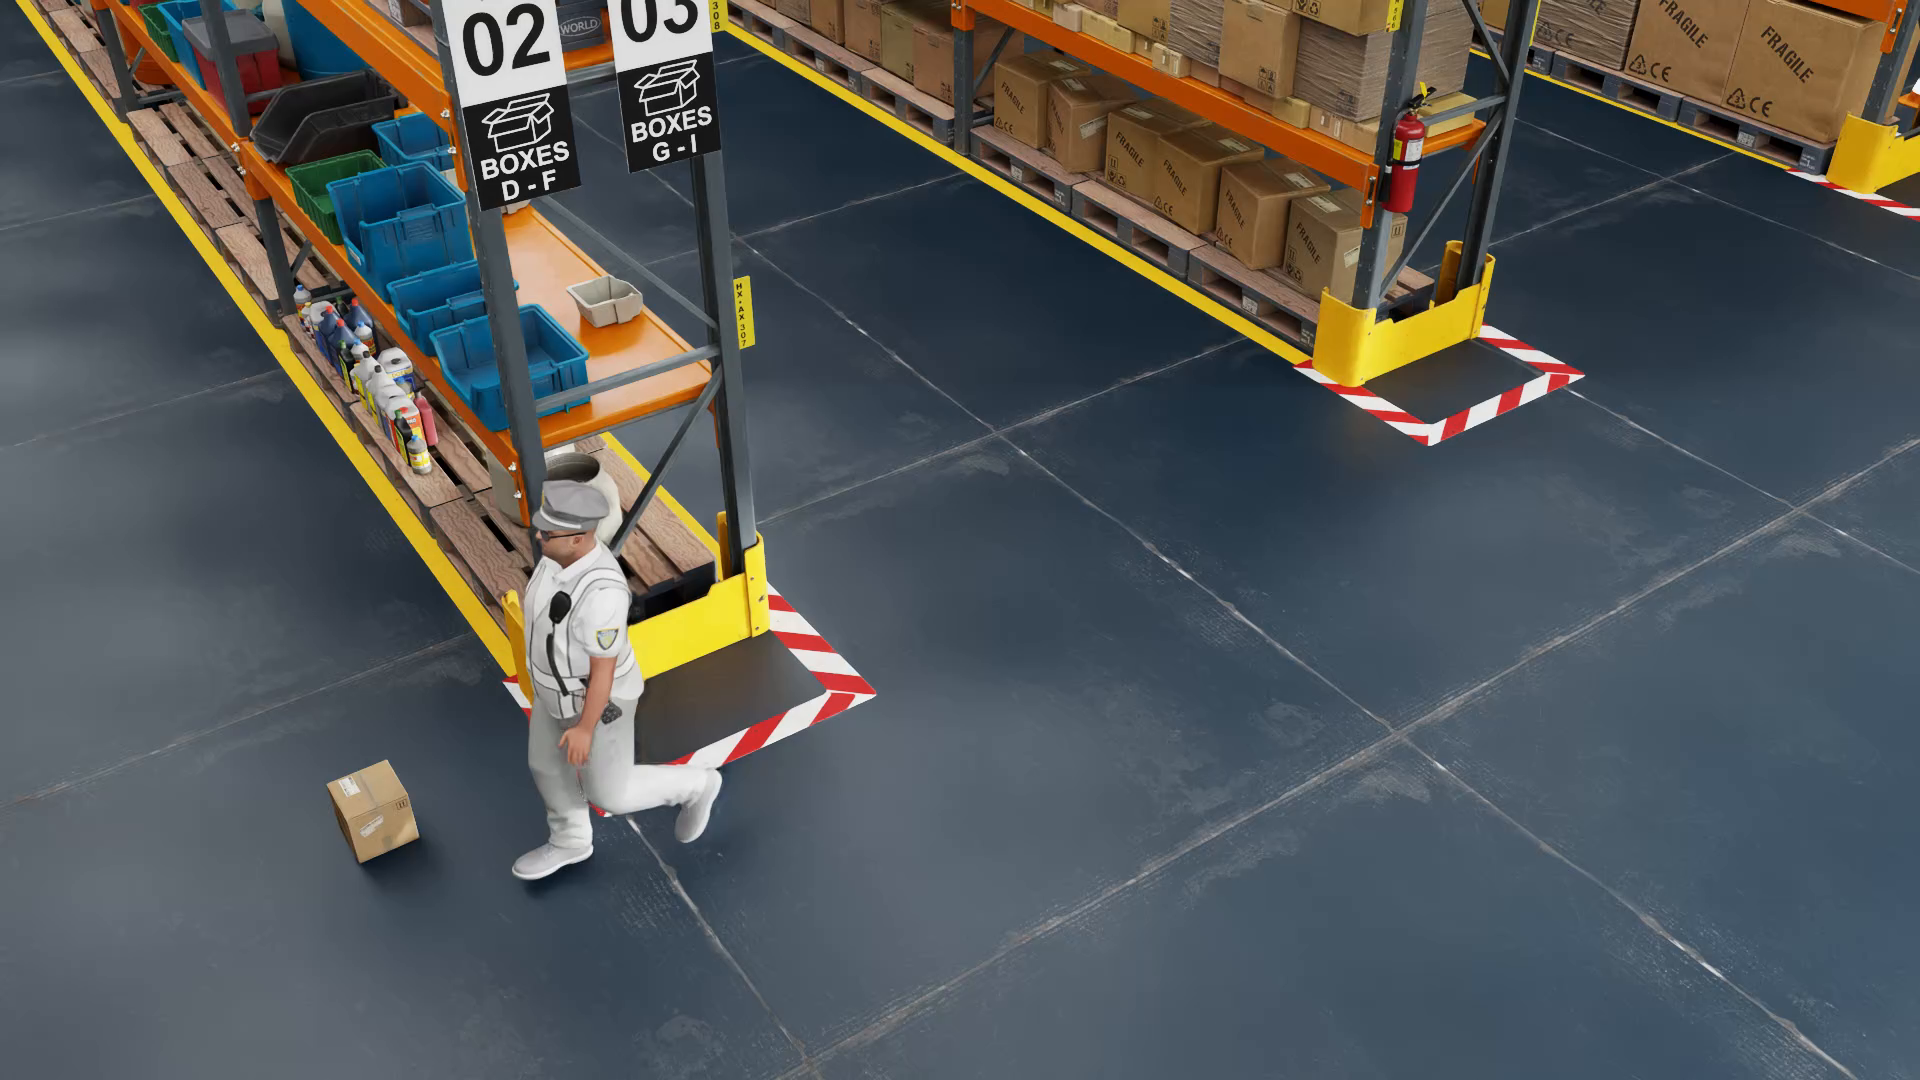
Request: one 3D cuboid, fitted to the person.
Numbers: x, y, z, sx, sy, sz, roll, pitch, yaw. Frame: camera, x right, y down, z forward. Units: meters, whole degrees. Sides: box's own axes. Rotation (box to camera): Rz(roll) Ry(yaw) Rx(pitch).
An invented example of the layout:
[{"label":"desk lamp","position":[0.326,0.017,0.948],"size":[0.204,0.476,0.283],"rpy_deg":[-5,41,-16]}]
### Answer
[{"label":"person","position":[-1.386,0.534,6.230],"size":[0.842,1.738,0.532],"rpy_deg":[-23,42,-28]}]
